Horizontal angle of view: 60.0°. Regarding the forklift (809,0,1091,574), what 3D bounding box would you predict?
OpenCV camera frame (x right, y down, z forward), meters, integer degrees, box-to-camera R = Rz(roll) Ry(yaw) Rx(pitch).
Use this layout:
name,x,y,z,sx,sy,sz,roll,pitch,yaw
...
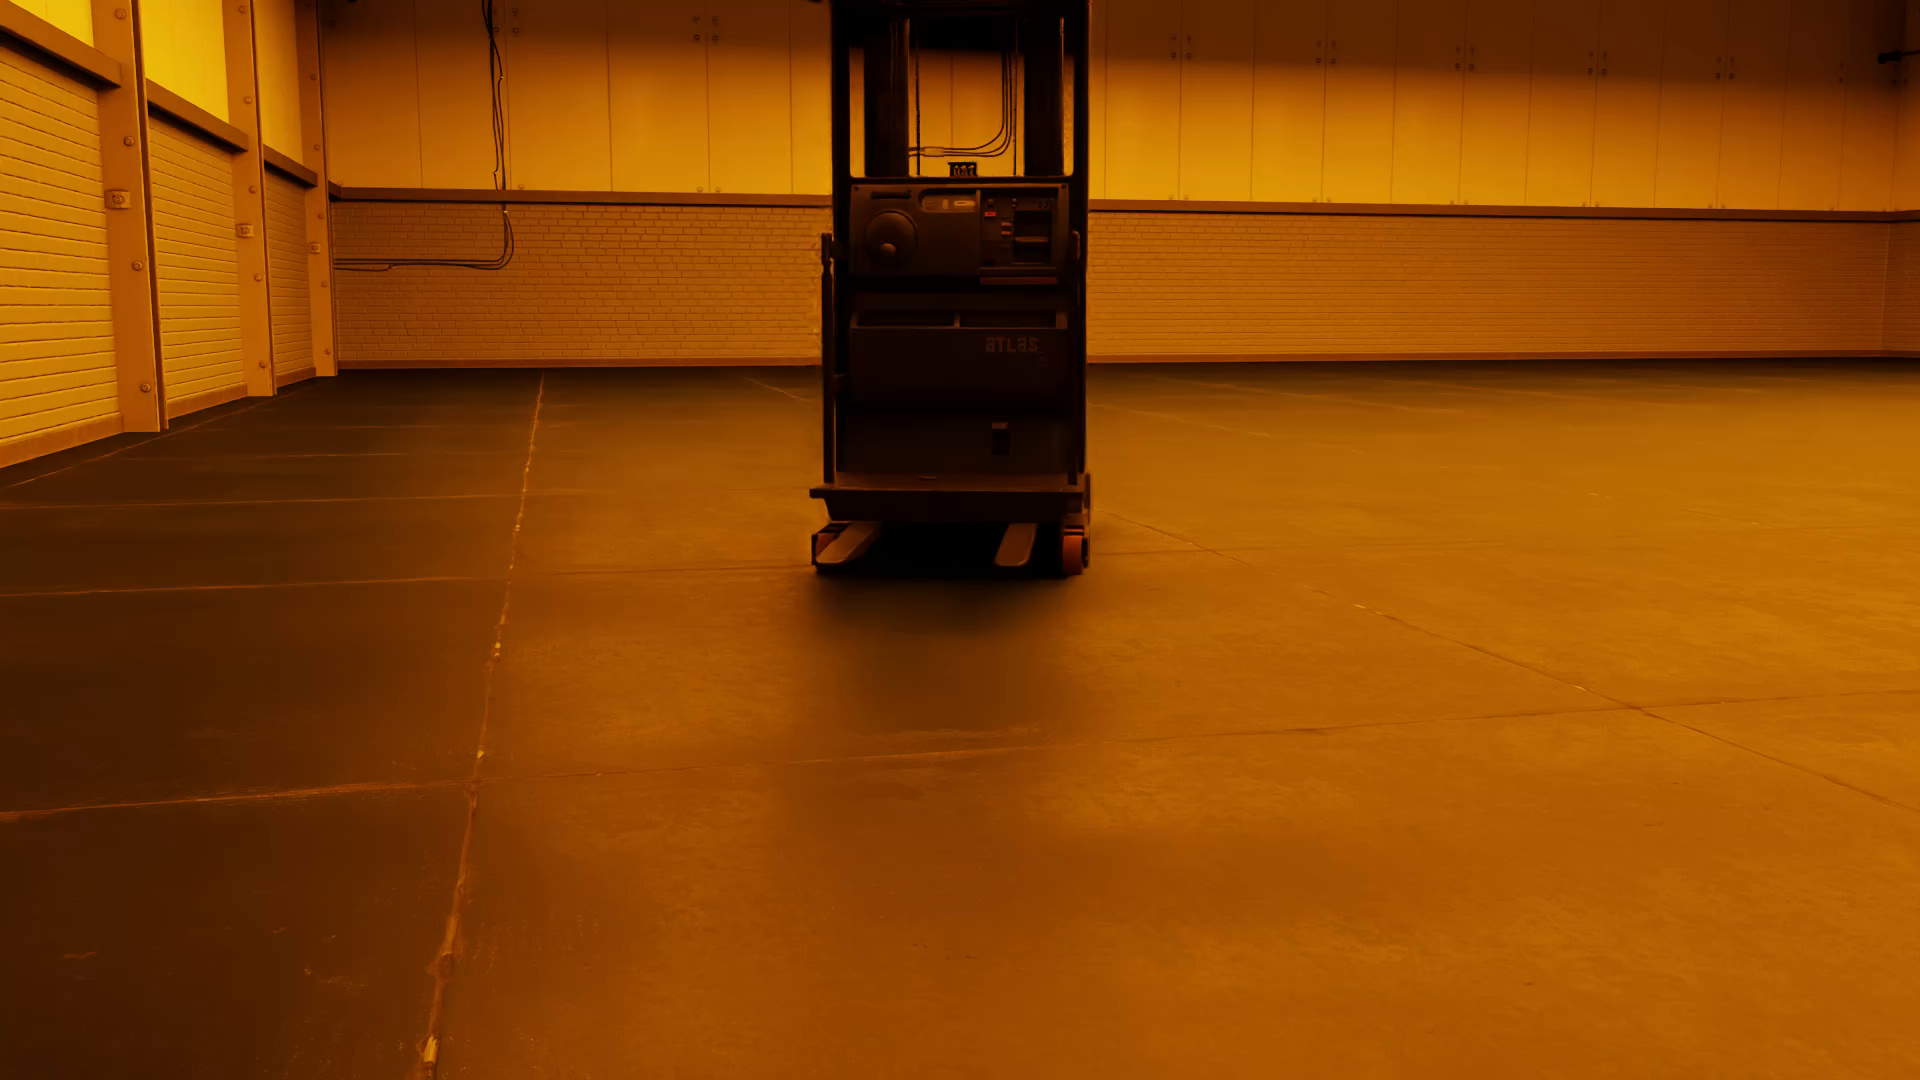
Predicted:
name,x,y,z,sx,sy,sz,roll,pitch,yaw
forklift,-0.020,-1.358,6.839,1.130,2.935,3.031,1,8,5
